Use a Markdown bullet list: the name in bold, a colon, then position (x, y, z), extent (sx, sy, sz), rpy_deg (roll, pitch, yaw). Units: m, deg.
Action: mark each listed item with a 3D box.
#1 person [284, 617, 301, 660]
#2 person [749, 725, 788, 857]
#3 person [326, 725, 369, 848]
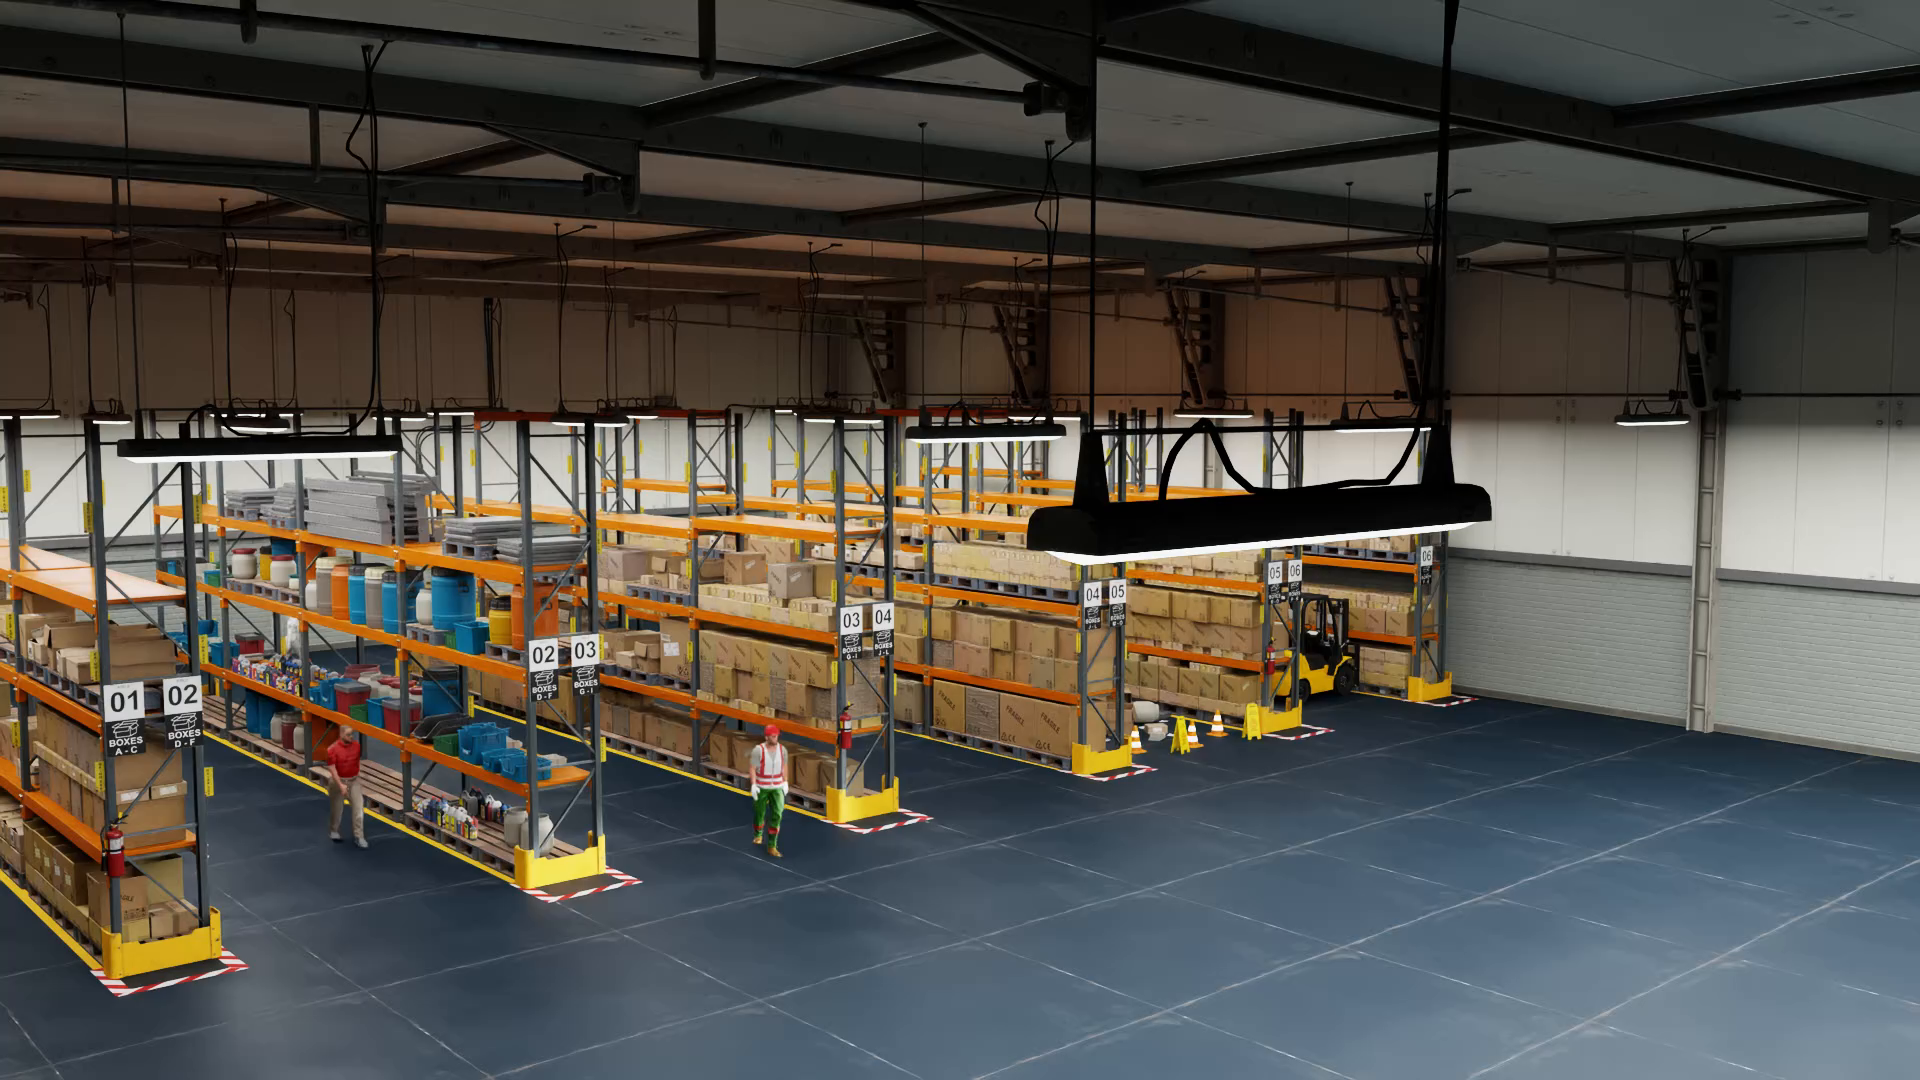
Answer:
- **person**: position (-14.943, 2.256, 37.114), extent (1.030, 1.623, 0.481), rpy_deg (-2, 5, -17)
- **person**: position (-2.646, 3.439, 23.049), extent (0.635, 1.783, 0.790), rpy_deg (-3, 6, -27)
- **person**: position (-8.618, 3.432, 23.395), extent (0.969, 1.677, 0.528), rpy_deg (5, 7, 44)
